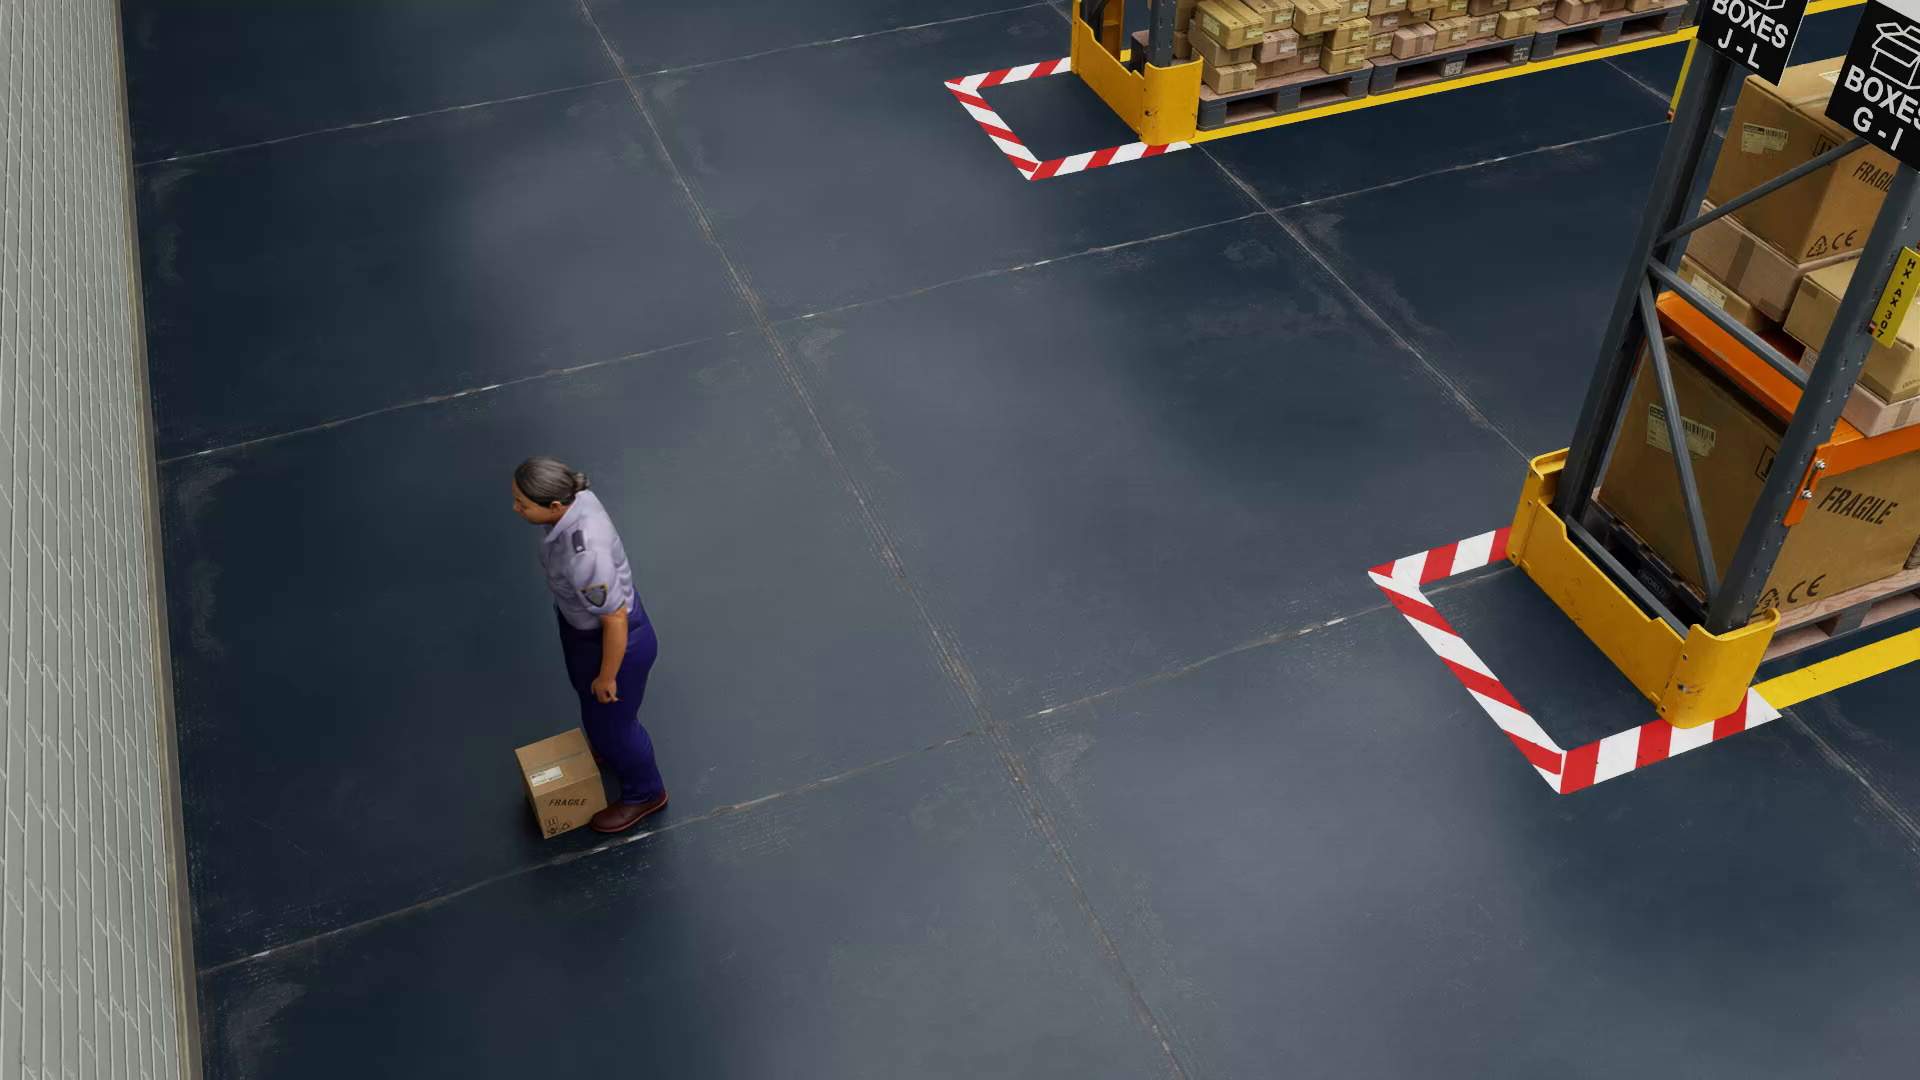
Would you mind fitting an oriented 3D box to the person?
[{"bbox_3d":[-1.266,0.323,5.807,0.367,1.651,0.547,-16,44,-17],"label":"person"}]
